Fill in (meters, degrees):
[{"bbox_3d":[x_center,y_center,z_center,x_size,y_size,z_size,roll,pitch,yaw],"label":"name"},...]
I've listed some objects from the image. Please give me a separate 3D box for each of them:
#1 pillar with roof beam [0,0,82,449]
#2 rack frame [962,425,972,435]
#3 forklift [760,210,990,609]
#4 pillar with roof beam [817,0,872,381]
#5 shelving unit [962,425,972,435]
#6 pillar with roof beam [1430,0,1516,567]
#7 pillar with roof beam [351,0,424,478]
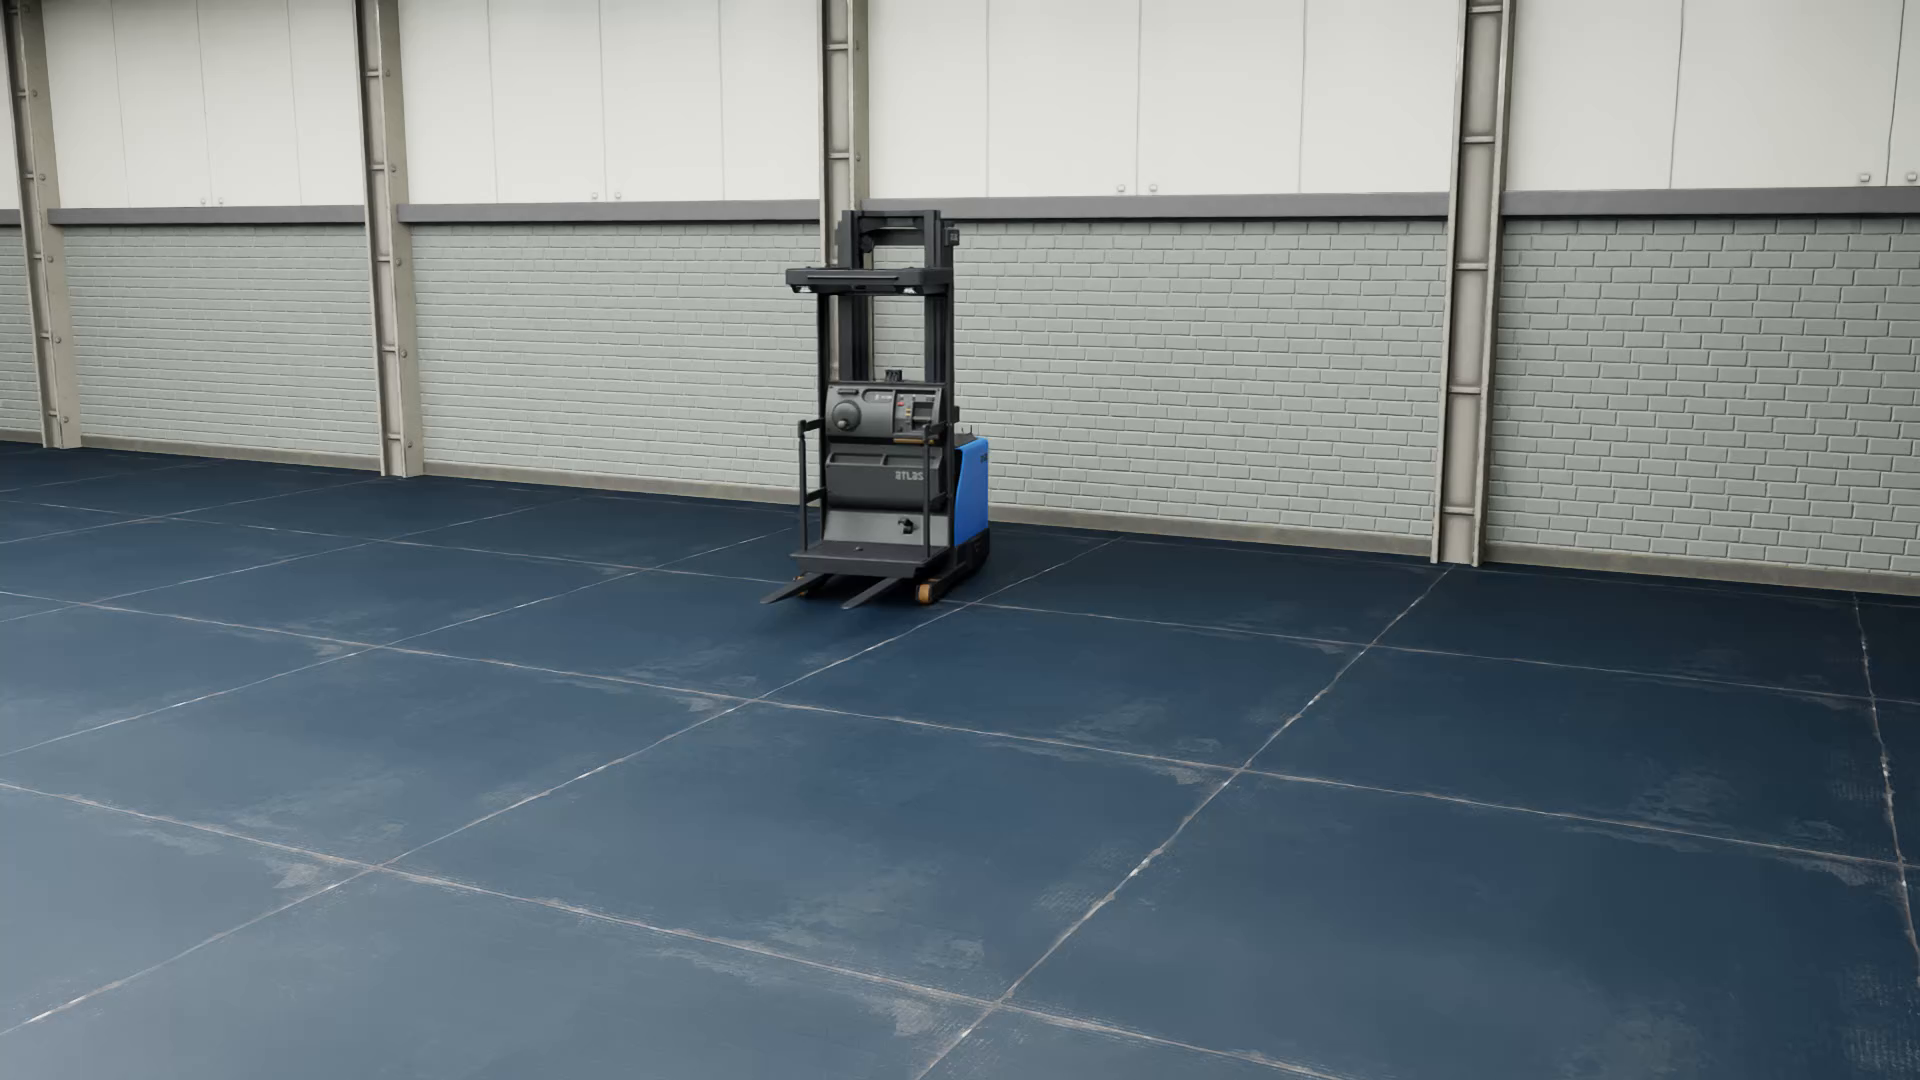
[{"bbox_3d":[-13.795,-4.975,17.449,0.400,9.000,9.100,5,11,26],"label":"pillar with roof beam"},{"bbox_3d":[0.061,-0.511,15.107,0.008,1.050,0.200,5,11,26],"label":"rack frame"},{"bbox_3d":[-0.650,-1.030,12.690,1.130,2.935,3.031,3,11,16],"label":"forklift"},{"bbox_3d":[-3.033,-4.029,12.225,0.400,9.000,9.100,5,11,26],"label":"pillar with roof beam"},{"bbox_3d":[-0.048,-0.521,15.160,0.252,1.050,0.215,5,11,26],"label":"shelving unit"},{"bbox_3d":[2.347,-3.556,9.612,0.400,9.000,9.100,5,11,26],"label":"pillar with roof beam"},{"bbox_3d":[-8.414,-4.502,14.837,0.400,9.000,9.100,5,11,26],"label":"pillar with roof beam"}]
